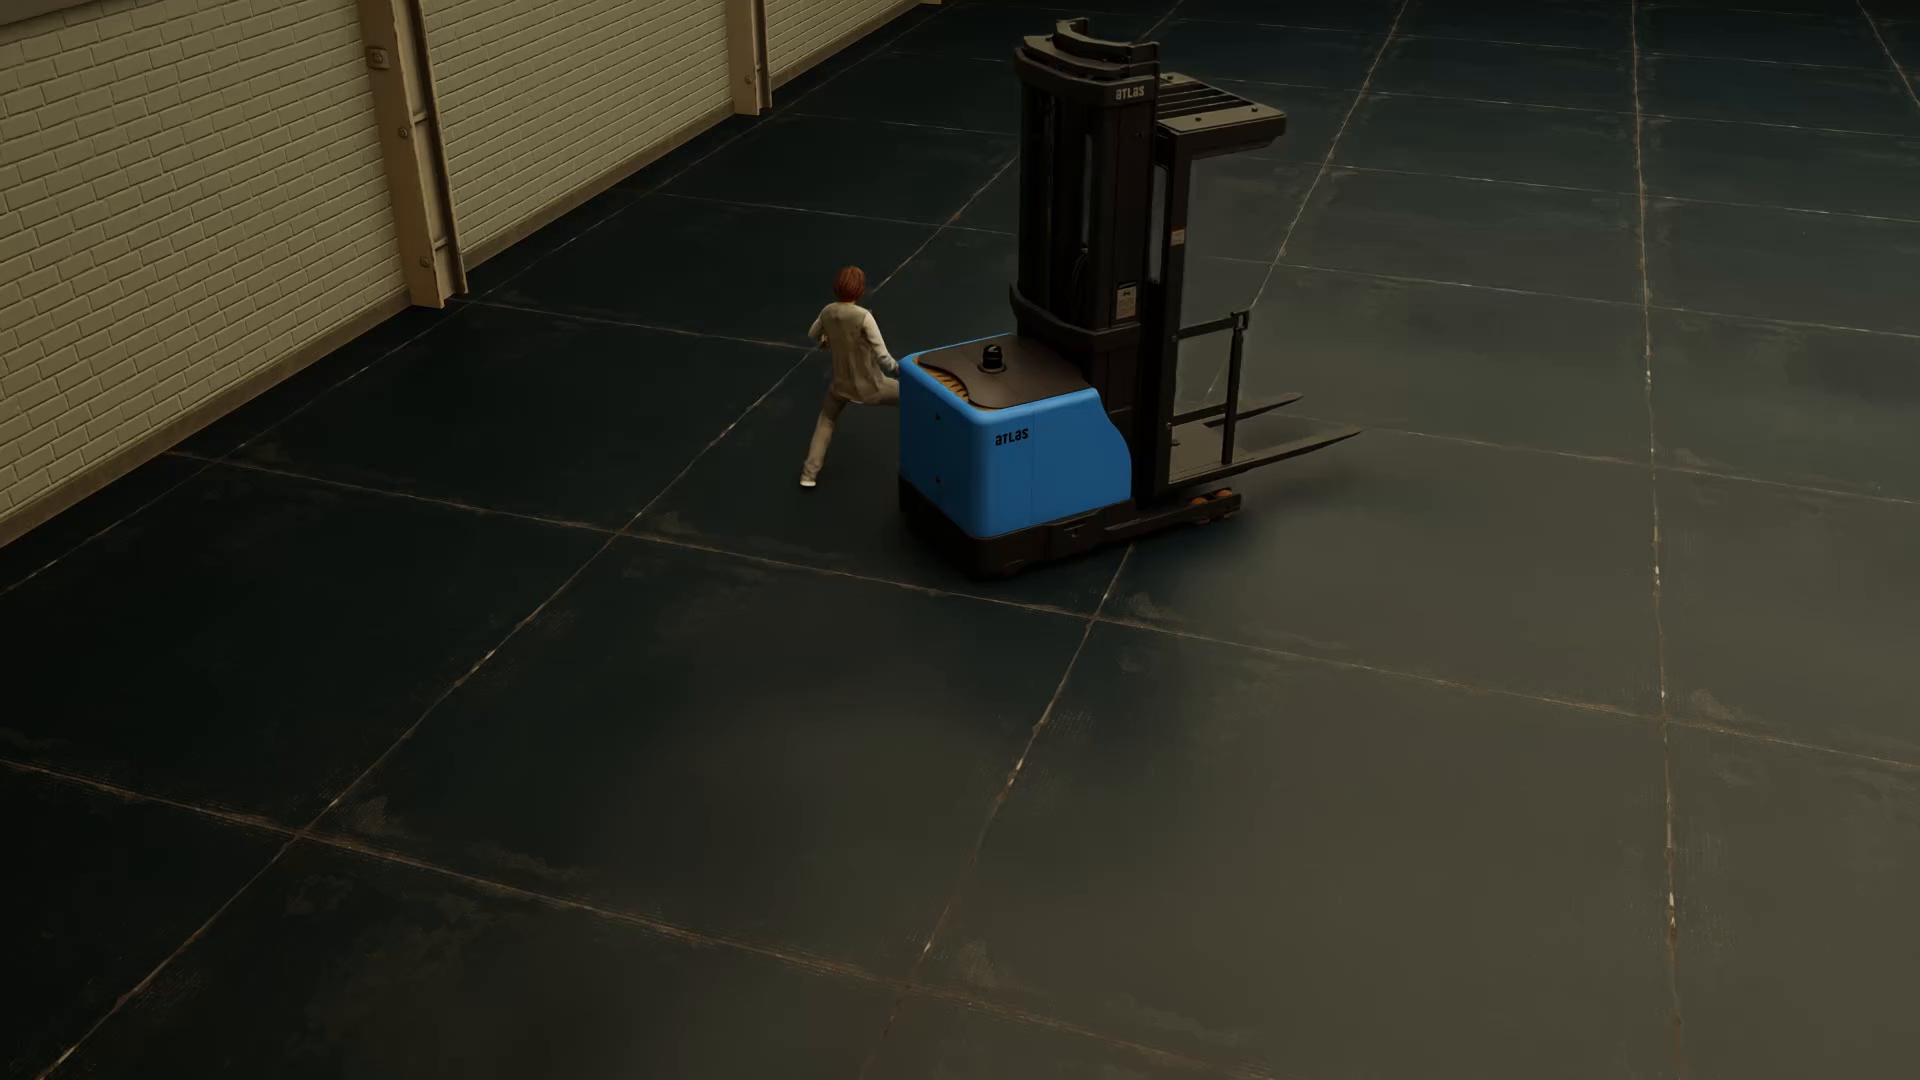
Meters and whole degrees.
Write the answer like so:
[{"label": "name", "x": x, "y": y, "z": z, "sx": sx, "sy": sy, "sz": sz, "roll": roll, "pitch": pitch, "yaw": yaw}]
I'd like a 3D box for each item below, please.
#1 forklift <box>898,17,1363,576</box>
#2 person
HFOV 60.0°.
[{"label": "forklift", "x": 1.161, "y": -1.579, "z": 9.907, "sx": 3.031, "sy": 2.935, "sz": 1.130, "roll": -15, "pitch": 33, "yaw": -25}, {"label": "person", "x": -0.672, "y": -1.019, "z": 10.457, "sx": 0.821, "sy": 1.488, "sz": 0.652, "roll": 18, "pitch": 35, "yaw": 29}]
